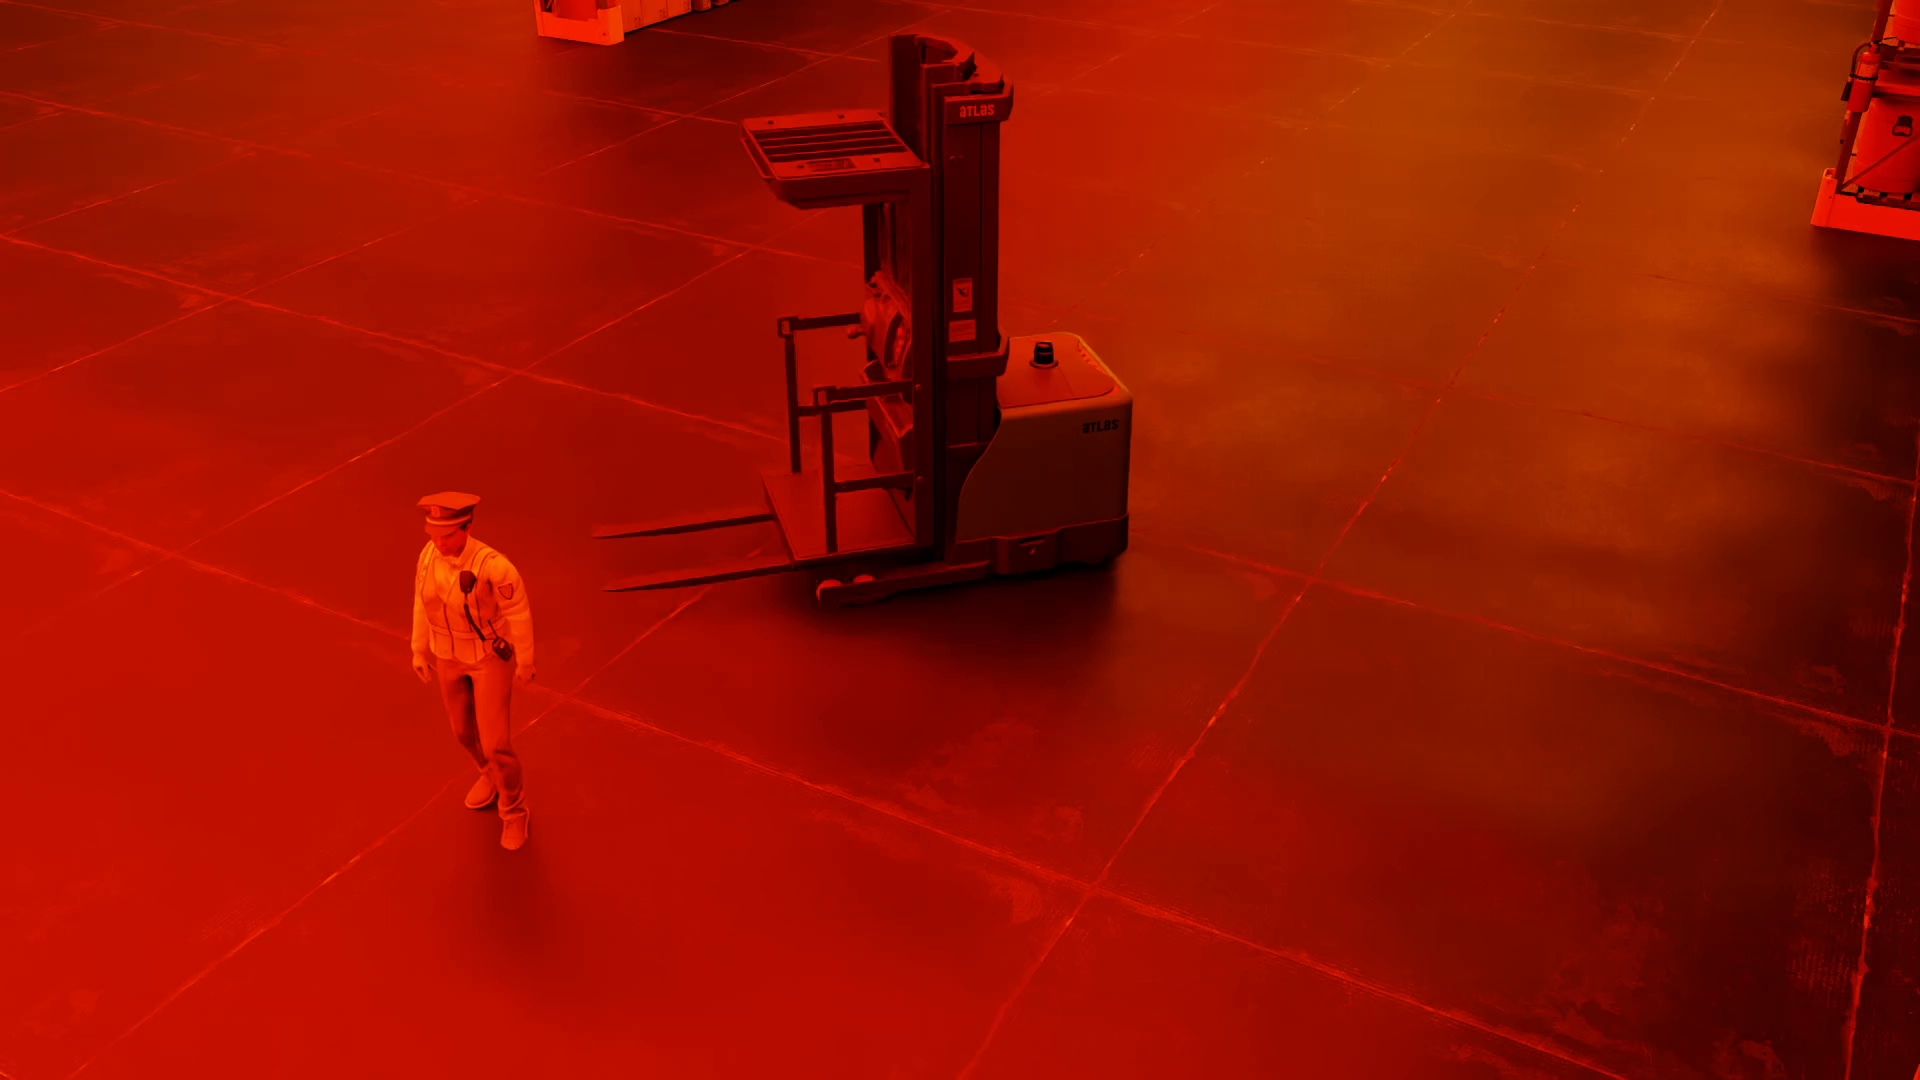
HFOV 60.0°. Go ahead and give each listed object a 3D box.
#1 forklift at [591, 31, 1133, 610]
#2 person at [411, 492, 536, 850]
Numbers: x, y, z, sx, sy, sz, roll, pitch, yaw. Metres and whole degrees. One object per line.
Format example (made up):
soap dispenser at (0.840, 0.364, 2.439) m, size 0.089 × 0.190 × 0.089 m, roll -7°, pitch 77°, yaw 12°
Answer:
forklift at (-0.592, -1.173, 9.103) m, size 3.031 × 2.935 × 1.130 m, roll -8°, pitch 31°, yaw -14°
person at (-2.199, 0.576, 7.404) m, size 0.579 × 1.721 × 0.498 m, roll 10°, pitch 32°, yaw 17°
